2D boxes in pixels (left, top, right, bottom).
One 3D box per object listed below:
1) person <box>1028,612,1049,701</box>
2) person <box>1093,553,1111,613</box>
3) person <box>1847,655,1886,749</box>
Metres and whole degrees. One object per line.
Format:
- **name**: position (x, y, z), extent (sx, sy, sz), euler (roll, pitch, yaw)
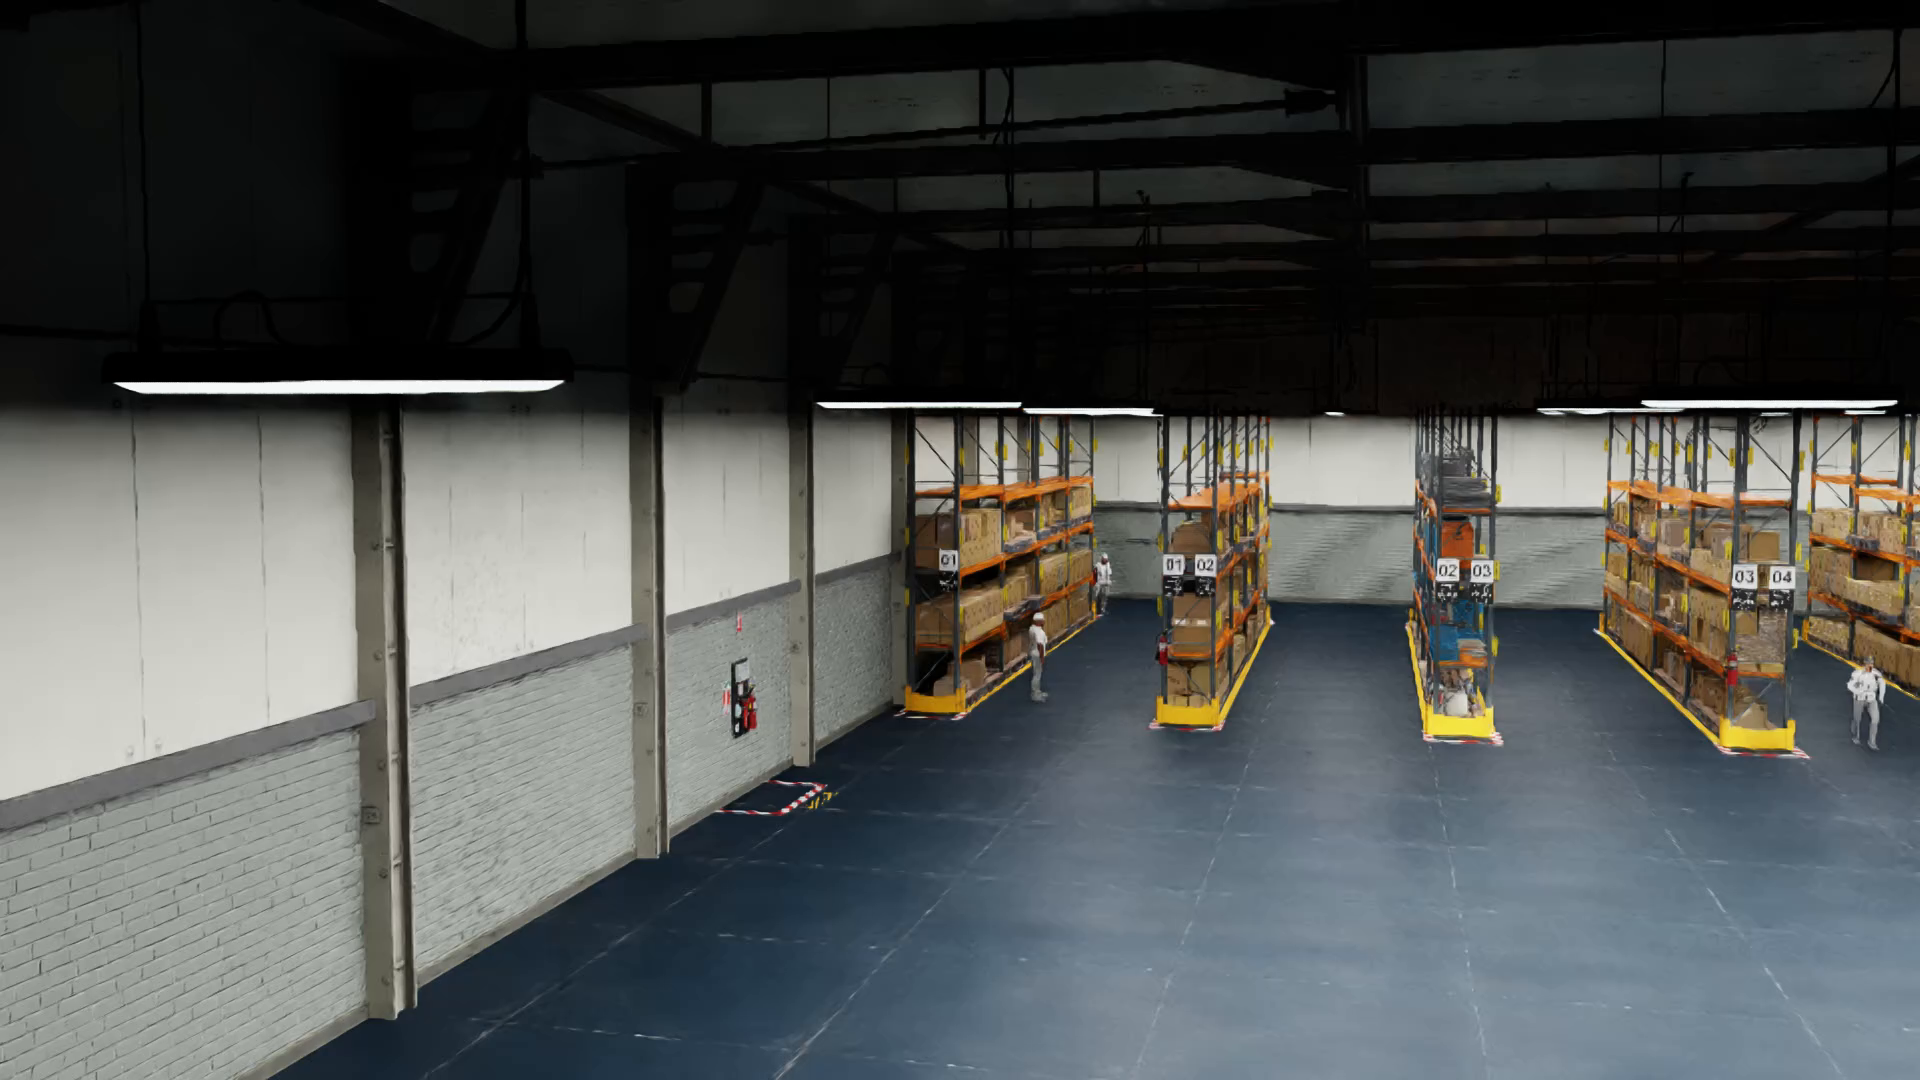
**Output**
- **person**: position (1.630, 2.353, 33.889), extent (0.464, 1.772, 0.645), euler (-1, 4, -13)
- **person**: position (4.106, 1.266, 49.073), extent (0.741, 1.773, 0.522), euler (-2, 5, -28)
- **person**: position (15.873, 2.792, 29.130), extent (0.636, 1.621, 0.814), euler (1, 4, 19)
